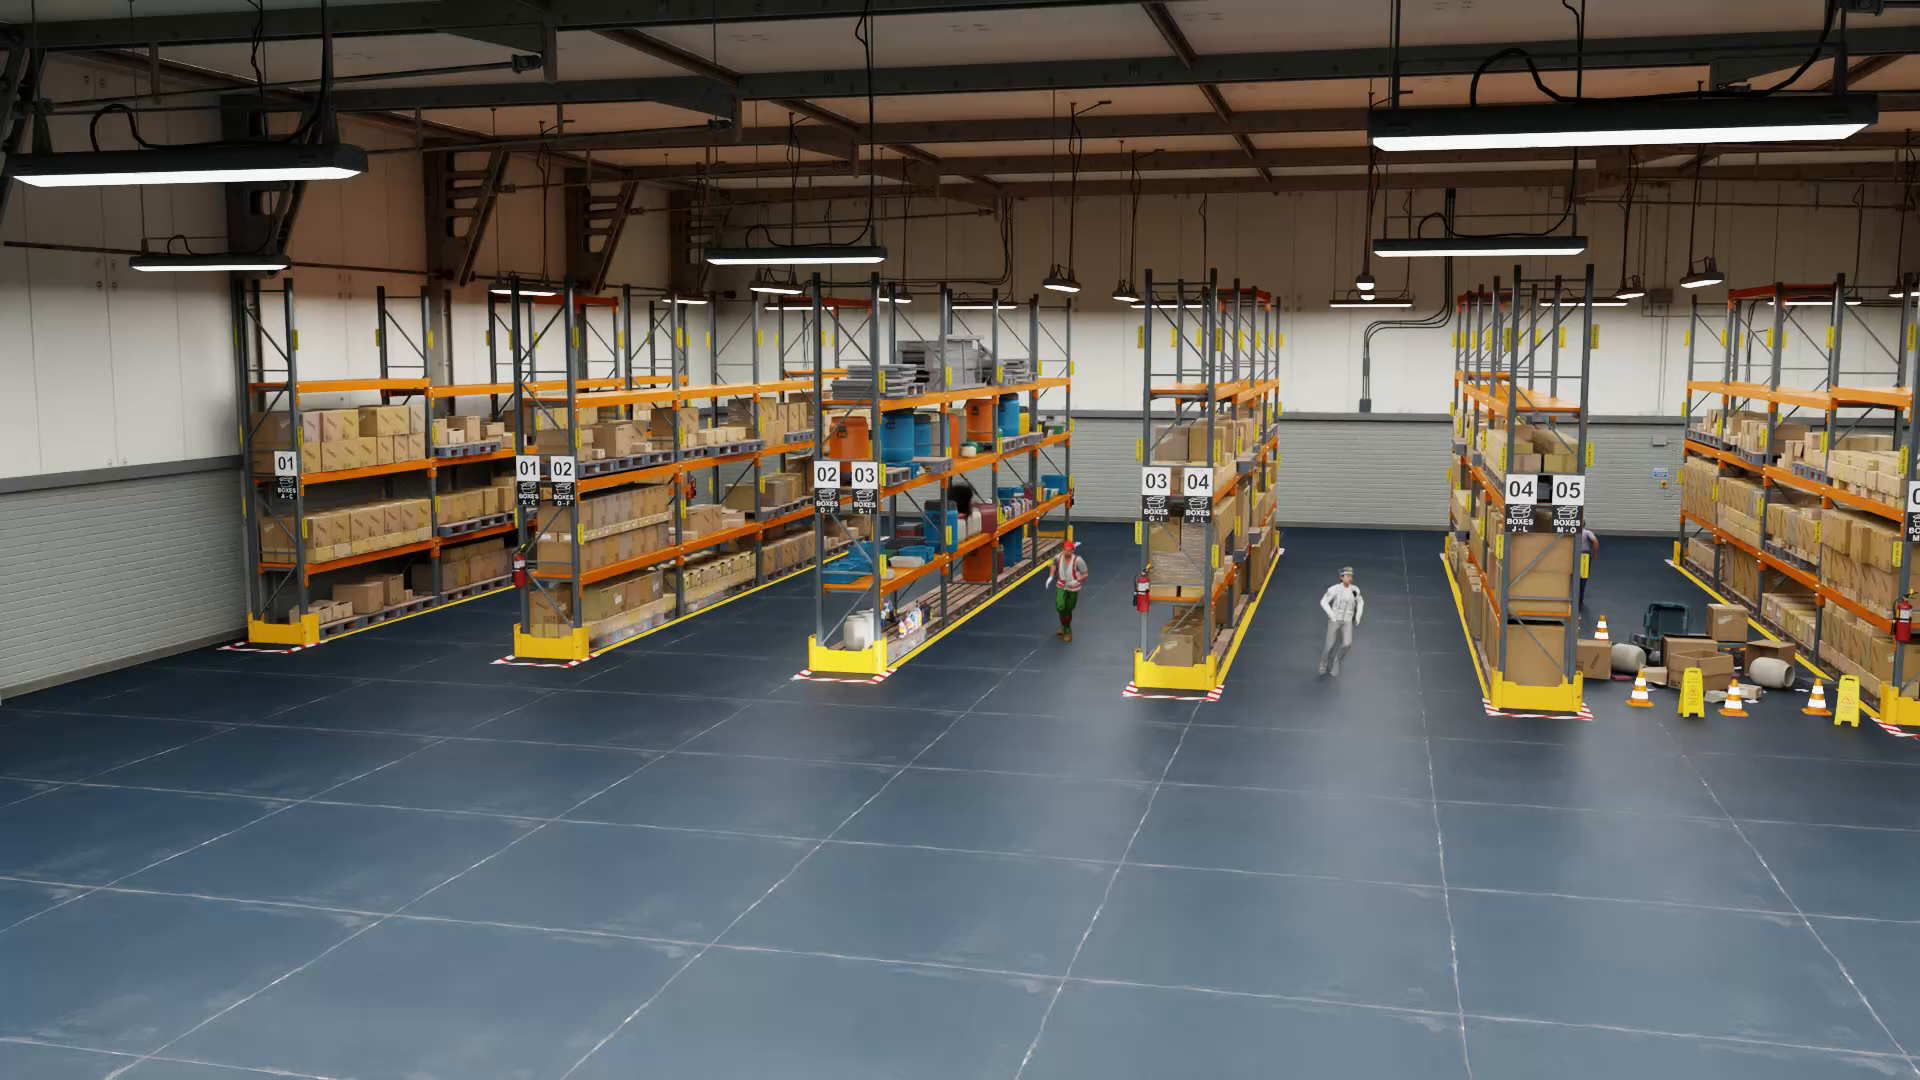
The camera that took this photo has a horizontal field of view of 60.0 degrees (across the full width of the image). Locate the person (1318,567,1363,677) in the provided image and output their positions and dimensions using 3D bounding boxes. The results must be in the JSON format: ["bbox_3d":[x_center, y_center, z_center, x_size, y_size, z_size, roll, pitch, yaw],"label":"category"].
[{"bbox_3d":[5.717,1.215,24.830,0.674,1.653,0.602,0,7,2],"label":"person"}]

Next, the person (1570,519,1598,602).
[{"bbox_3d":[11.696,0.408,31.403,0.592,1.672,0.891,2,7,13],"label":"person"}]

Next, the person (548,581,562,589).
[{"bbox_3d":[-7.286,0.511,30.381,0.682,1.740,0.853,1,7,11],"label":"person"}]

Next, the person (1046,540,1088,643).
[{"bbox_3d":[1.812,0.823,27.932,0.724,1.714,0.861,1,7,10],"label":"person"}]
